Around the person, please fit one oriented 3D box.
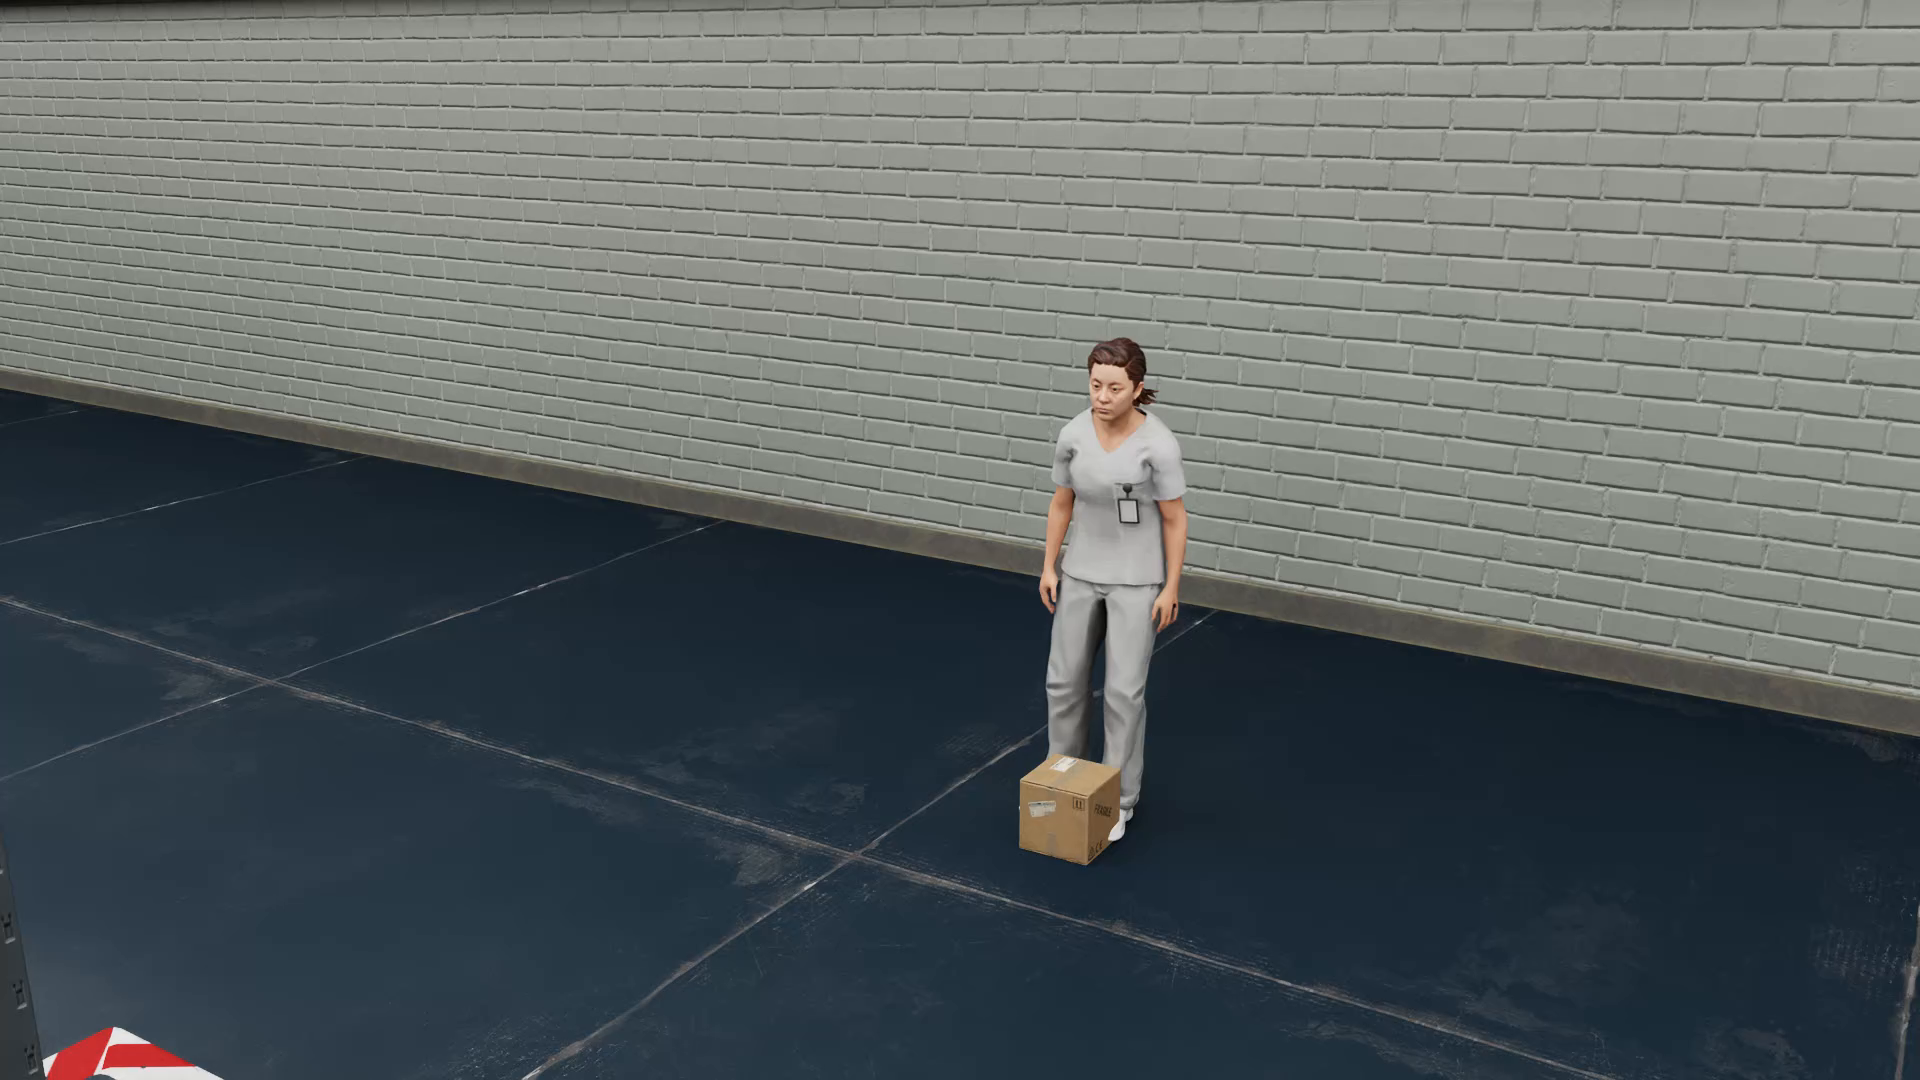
[{"bbox_3d":[0.479,0.155,5.506,0.514,1.671,0.416,8,18,27],"label":"person"}]
